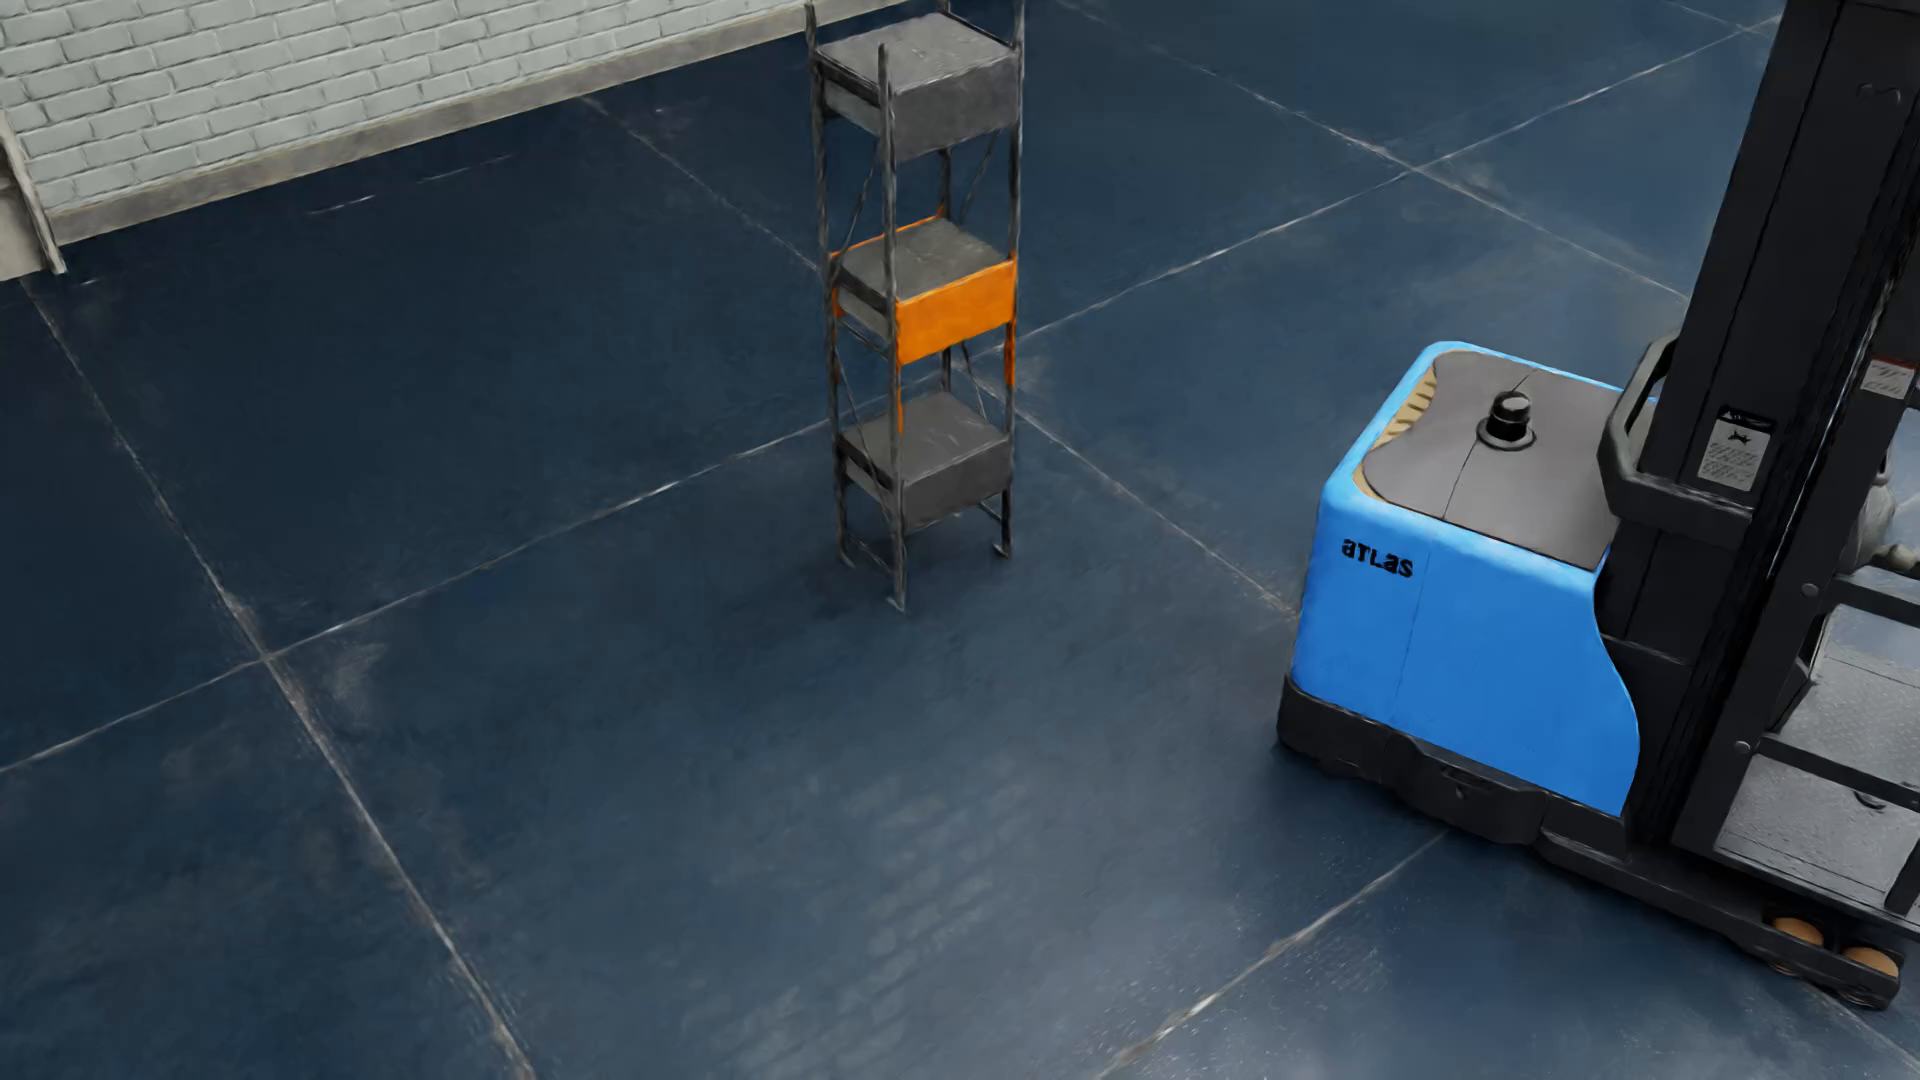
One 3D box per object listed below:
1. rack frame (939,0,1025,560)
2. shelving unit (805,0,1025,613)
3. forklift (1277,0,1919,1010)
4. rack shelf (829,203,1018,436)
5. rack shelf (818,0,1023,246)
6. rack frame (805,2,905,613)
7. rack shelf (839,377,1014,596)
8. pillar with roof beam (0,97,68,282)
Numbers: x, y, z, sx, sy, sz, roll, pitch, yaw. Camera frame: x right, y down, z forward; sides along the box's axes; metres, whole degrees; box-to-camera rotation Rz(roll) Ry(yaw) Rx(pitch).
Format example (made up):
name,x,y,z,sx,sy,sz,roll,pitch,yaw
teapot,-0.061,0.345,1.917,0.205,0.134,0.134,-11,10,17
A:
name,x,y,z,sx,sy,sz,roll,pitch,yaw
rack frame,0.062,-0.842,5.621,0.015,2.100,0.400,-26,46,-28
shelving unit,-0.131,-0.748,5.506,0.503,2.100,0.431,-26,46,-28
forklift,2.551,-0.218,4.205,3.031,2.935,1.130,21,44,24
rack shelf,-0.131,-0.737,5.515,0.480,0.518,0.431,-26,46,-28
rack shelf,-0.131,-1.278,5.071,0.480,0.518,0.431,-26,46,-28
rack frame,-0.325,-0.654,5.391,0.015,2.100,0.400,-26,46,-28
rack shelf,-0.131,-0.196,5.959,0.480,0.518,0.431,-26,46,-28
pillar with roof beam,-1.803,-2.572,2.291,0.400,9.000,9.100,-26,46,-28
